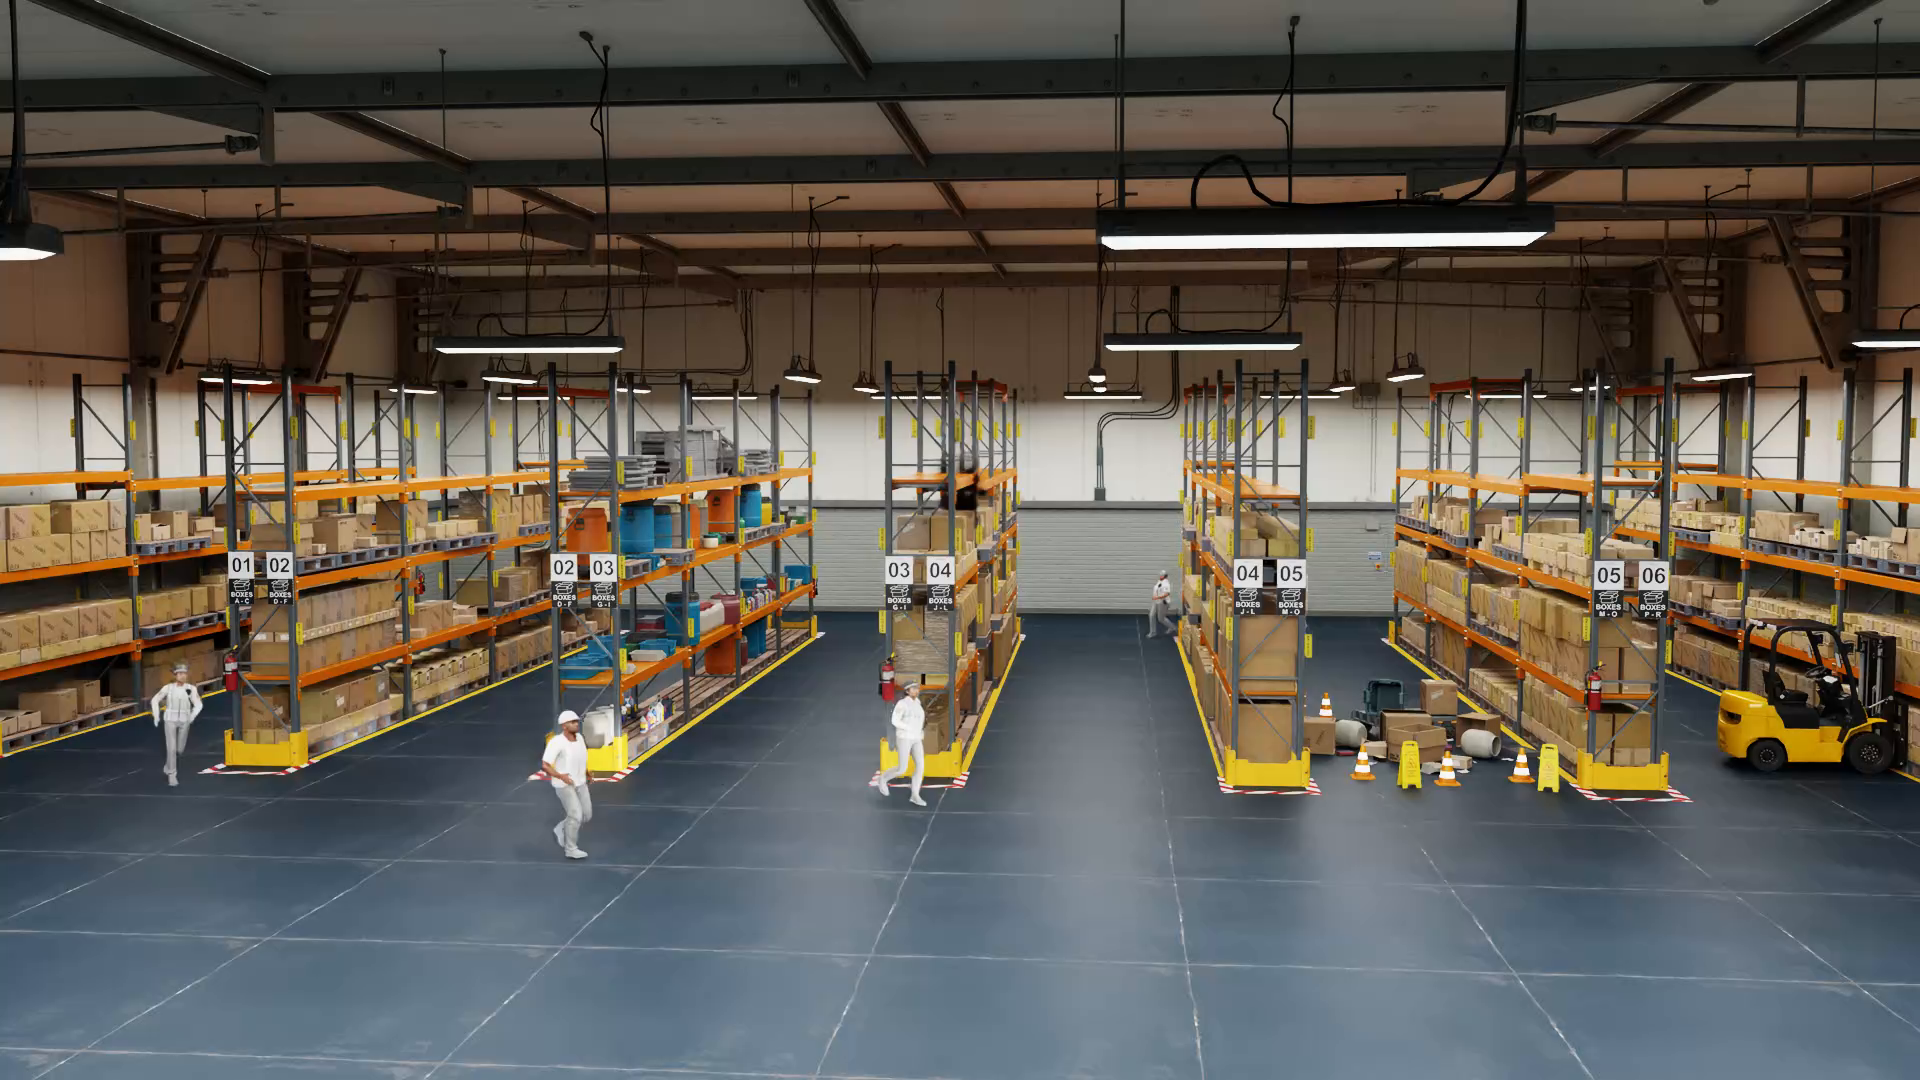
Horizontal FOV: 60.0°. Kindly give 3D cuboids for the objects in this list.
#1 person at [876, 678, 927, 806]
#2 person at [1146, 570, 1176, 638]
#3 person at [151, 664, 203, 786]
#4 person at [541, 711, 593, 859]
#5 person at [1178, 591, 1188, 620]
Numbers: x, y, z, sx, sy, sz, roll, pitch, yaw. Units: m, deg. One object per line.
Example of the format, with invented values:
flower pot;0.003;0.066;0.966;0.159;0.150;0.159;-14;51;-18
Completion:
person;-0.705;2.688;22.422;0.833;1.681;0.633;3;5;40
person;4.924;1.549;40.238;0.782;1.664;0.625;-1;4;-22
person;-11.173;2.621;23.773;0.661;1.679;0.708;-2;4;-32
person;-4.583;2.858;19.510;0.588;1.727;0.726;2;4;29
person;5.659;1.479;40.550;0.682;1.763;0.778;-1;4;-8
